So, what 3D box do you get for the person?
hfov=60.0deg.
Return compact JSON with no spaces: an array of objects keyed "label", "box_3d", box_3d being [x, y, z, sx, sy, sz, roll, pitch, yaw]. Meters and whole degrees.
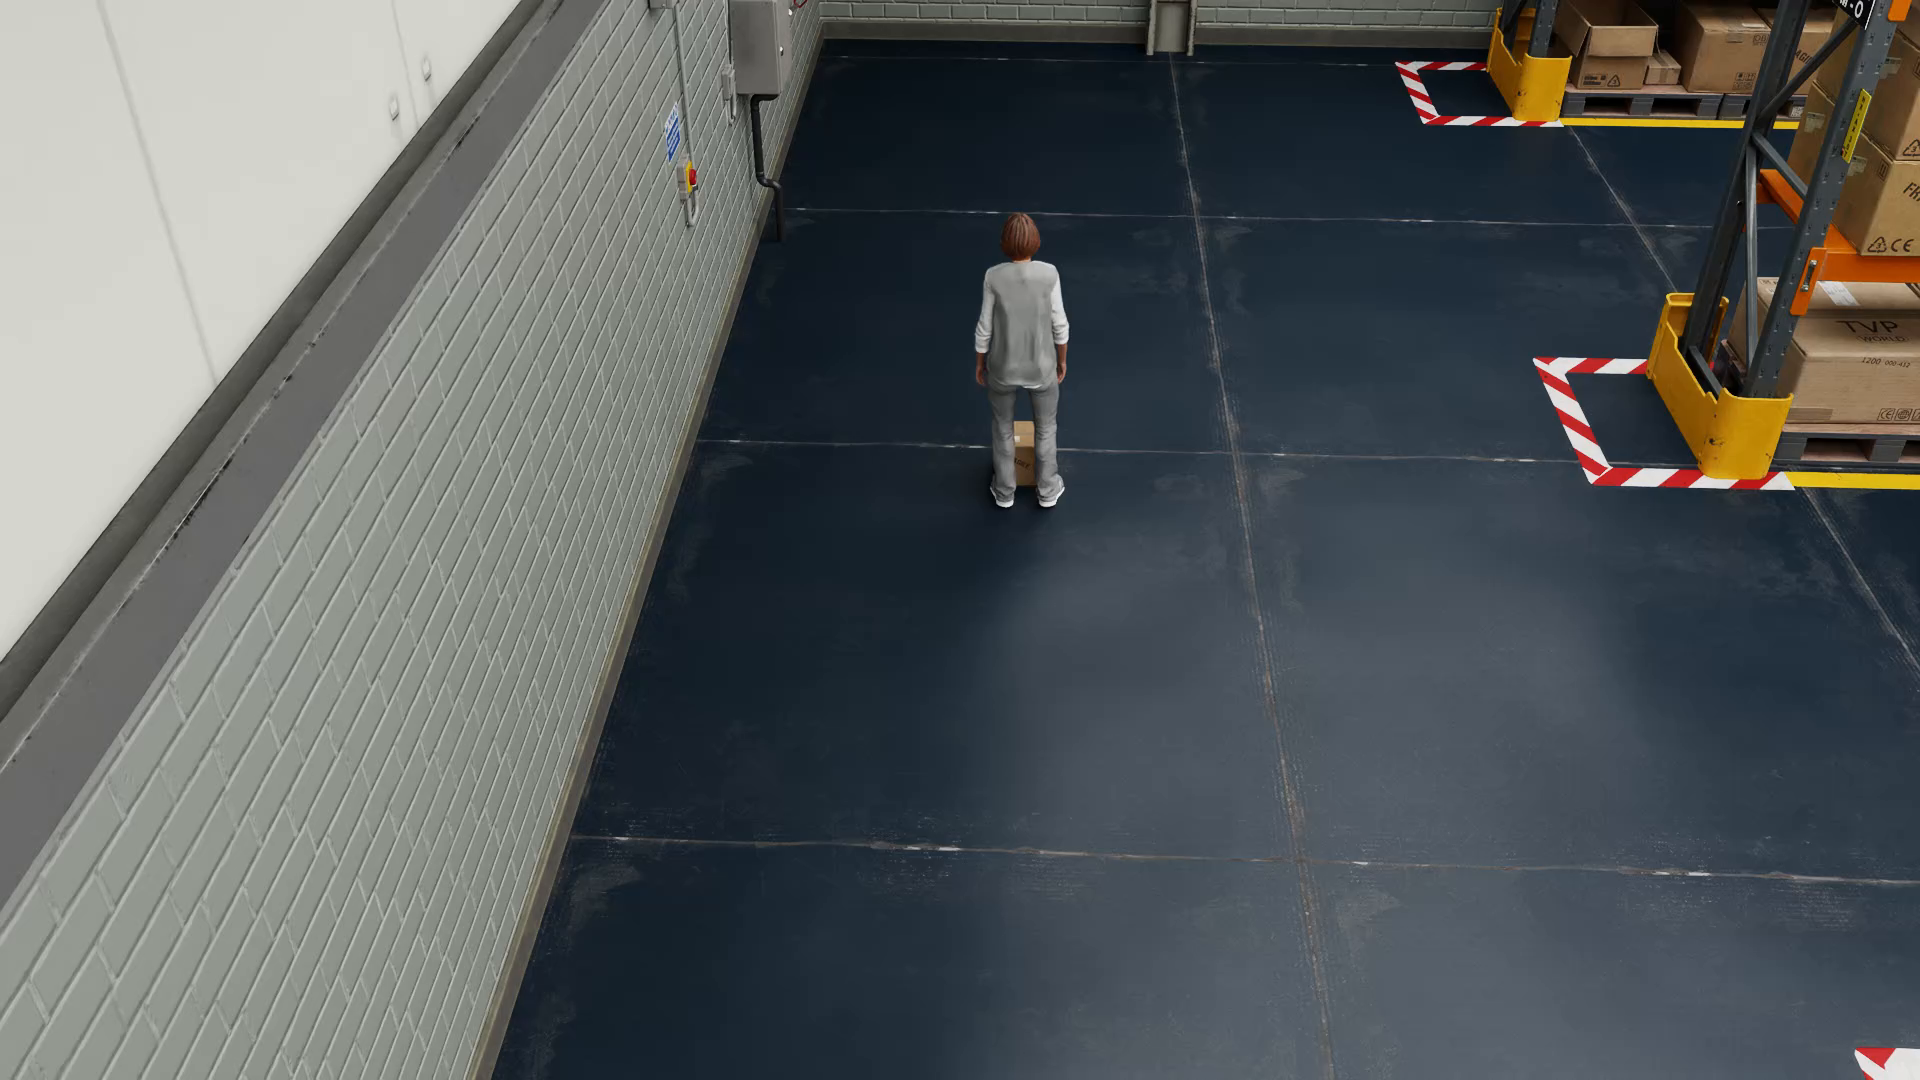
[{"label":"person","box_3d":[0.312,-0.860,8.299,0.484,1.592,0.347,-1,36,-1]}]
